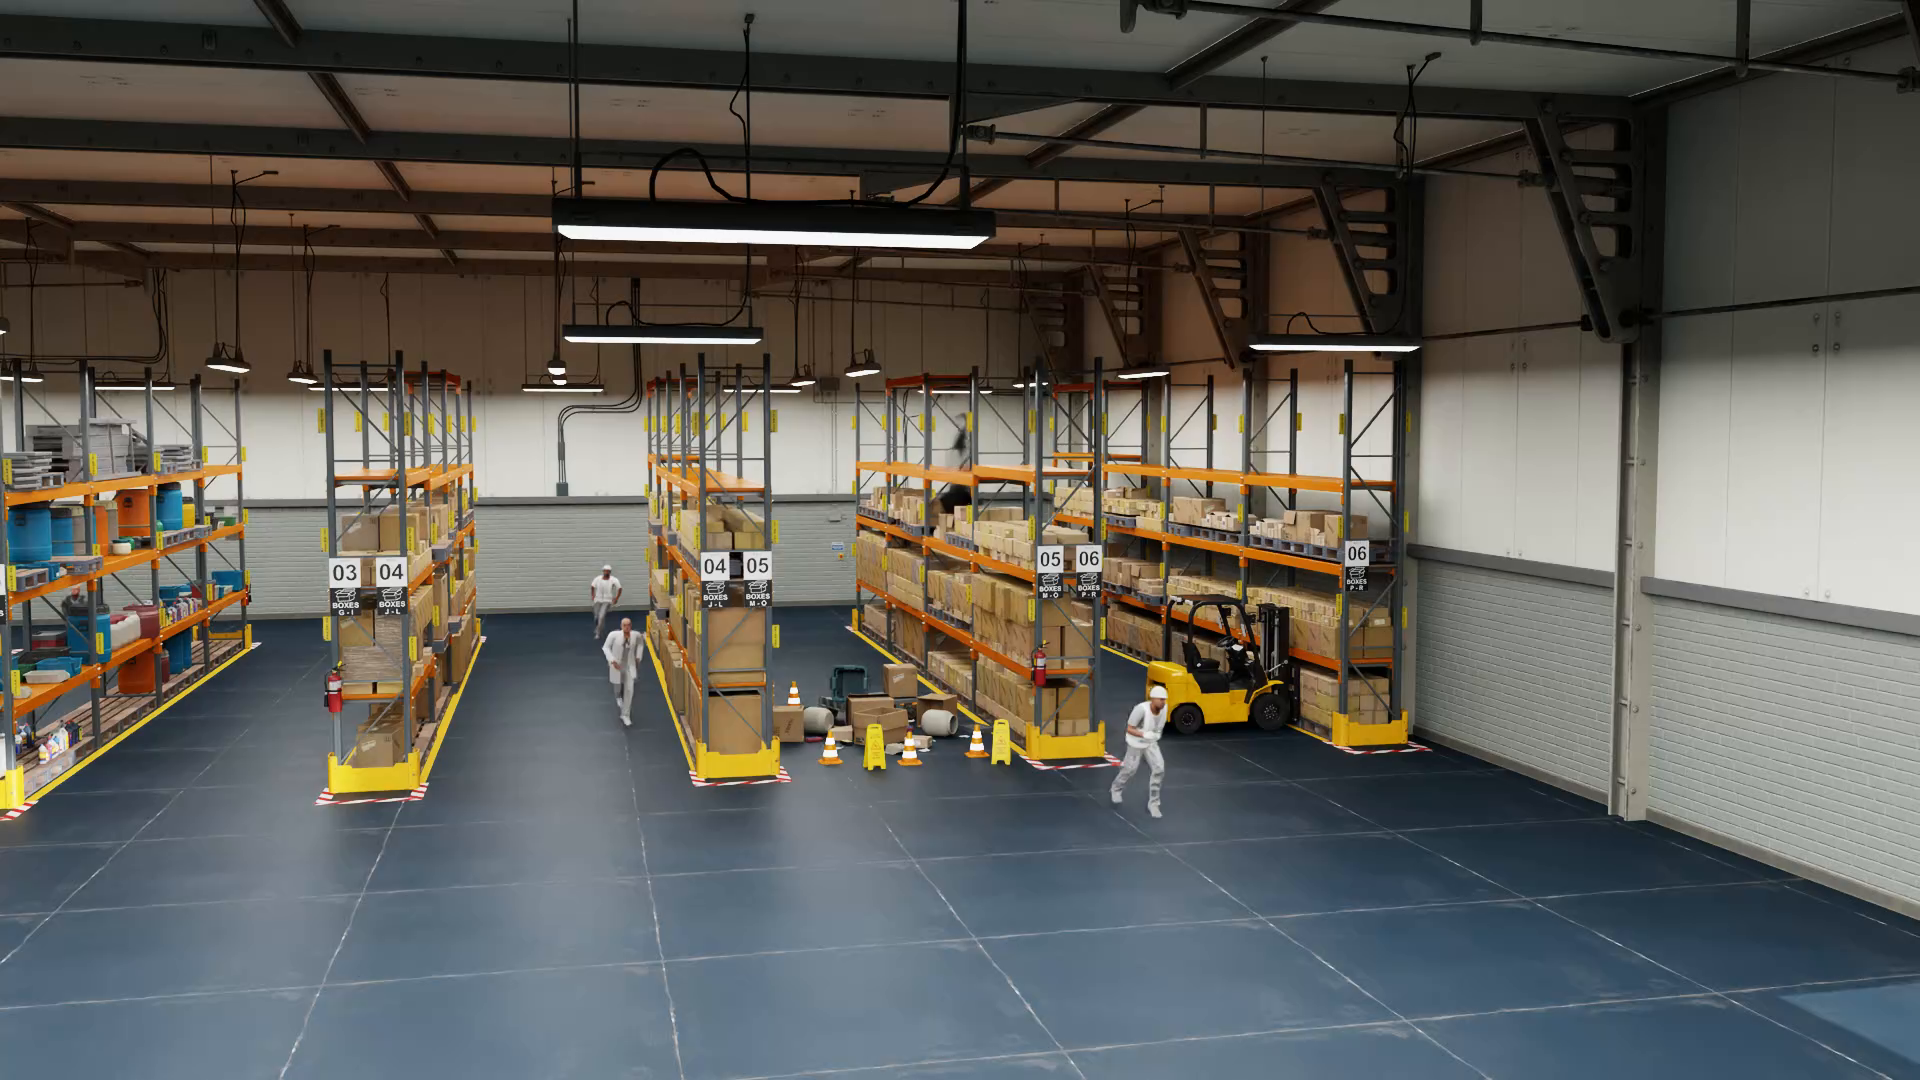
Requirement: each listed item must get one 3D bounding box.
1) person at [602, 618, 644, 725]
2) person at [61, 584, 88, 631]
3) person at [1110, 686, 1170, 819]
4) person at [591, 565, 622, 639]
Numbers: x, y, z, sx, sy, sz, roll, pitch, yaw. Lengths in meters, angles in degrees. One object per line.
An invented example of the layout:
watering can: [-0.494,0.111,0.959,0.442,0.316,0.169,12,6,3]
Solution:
person: [-5.709,2.187,28.179,0.694,1.779,1.117,-1,4,-18]
person: [-18.142,1.789,34.184,0.595,1.779,0.885,-2,4,-23]
person: [2.326,2.695,21.437,0.728,1.731,1.035,-3,5,-35]
person: [-8.288,1.433,38.934,0.745,1.726,0.717,0,4,2]
